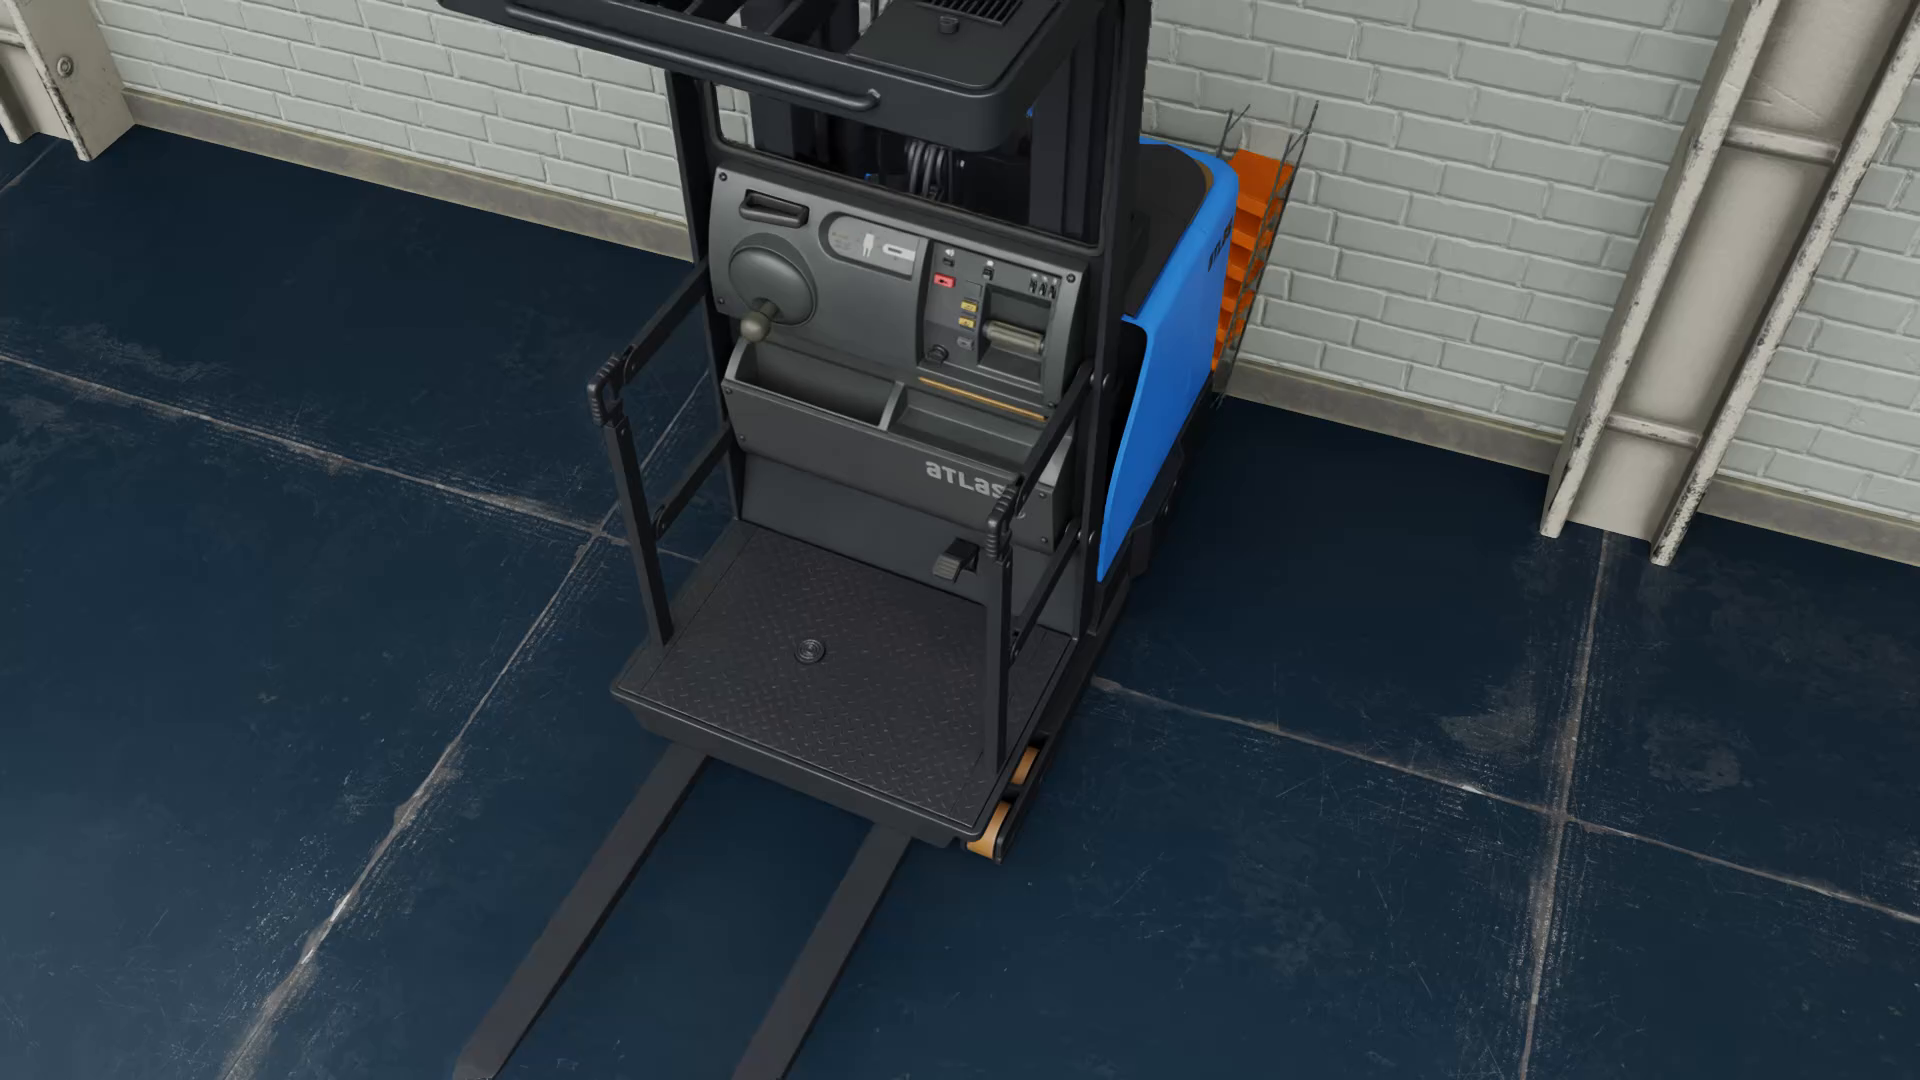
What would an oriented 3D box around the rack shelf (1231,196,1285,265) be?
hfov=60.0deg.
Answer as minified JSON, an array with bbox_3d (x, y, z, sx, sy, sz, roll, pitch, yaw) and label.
[{"bbox_3d":[0.849,-0.967,5.023,0.180,0.103,0.258,27,49,14],"label":"rack shelf"}]

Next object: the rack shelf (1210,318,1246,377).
[{"bbox_3d":[0.791,-0.646,5.375,0.180,0.103,0.258,27,49,14],"label":"rack shelf"}]

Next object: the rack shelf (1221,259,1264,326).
[{"bbox_3d":[0.820,-0.807,5.199,0.180,0.103,0.258,27,49,14],"label":"rack shelf"}]

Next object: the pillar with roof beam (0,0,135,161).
[{"bbox_3d":[-5.046,-1.544,0.633,0.400,9.000,9.100,16,51,13],"label":"pillar with roof beam"}]

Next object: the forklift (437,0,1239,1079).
[{"bbox_3d":[-0.252,-0.483,3.729,1.130,2.935,3.031,19,52,16],"label":"forklift"}]

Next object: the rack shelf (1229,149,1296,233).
[{"bbox_3d":[0.863,-1.047,4.935,0.180,0.103,0.258,27,49,14],"label":"rack shelf"}]

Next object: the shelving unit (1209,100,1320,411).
[{"bbox_3d":[0.825,-0.836,5.166,0.189,1.200,0.258,27,49,14],"label":"shelving unit"}]

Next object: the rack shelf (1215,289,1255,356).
[{"bbox_3d":[0.805,-0.727,5.287,0.180,0.103,0.258,27,49,14],"label":"rack shelf"}]

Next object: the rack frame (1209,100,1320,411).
[{"bbox_3d":[0.904,-0.797,5.144,0.006,1.200,0.240,27,49,14],"label":"rack frame"}]

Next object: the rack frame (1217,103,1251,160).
[{"bbox_3d":[0.746,-0.876,5.189,0.006,1.200,0.240,27,49,14],"label":"rack frame"}]

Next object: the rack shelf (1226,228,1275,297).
[{"bbox_3d":[0.834,-0.887,5.111,0.180,0.103,0.258,27,49,14],"label":"rack shelf"}]
